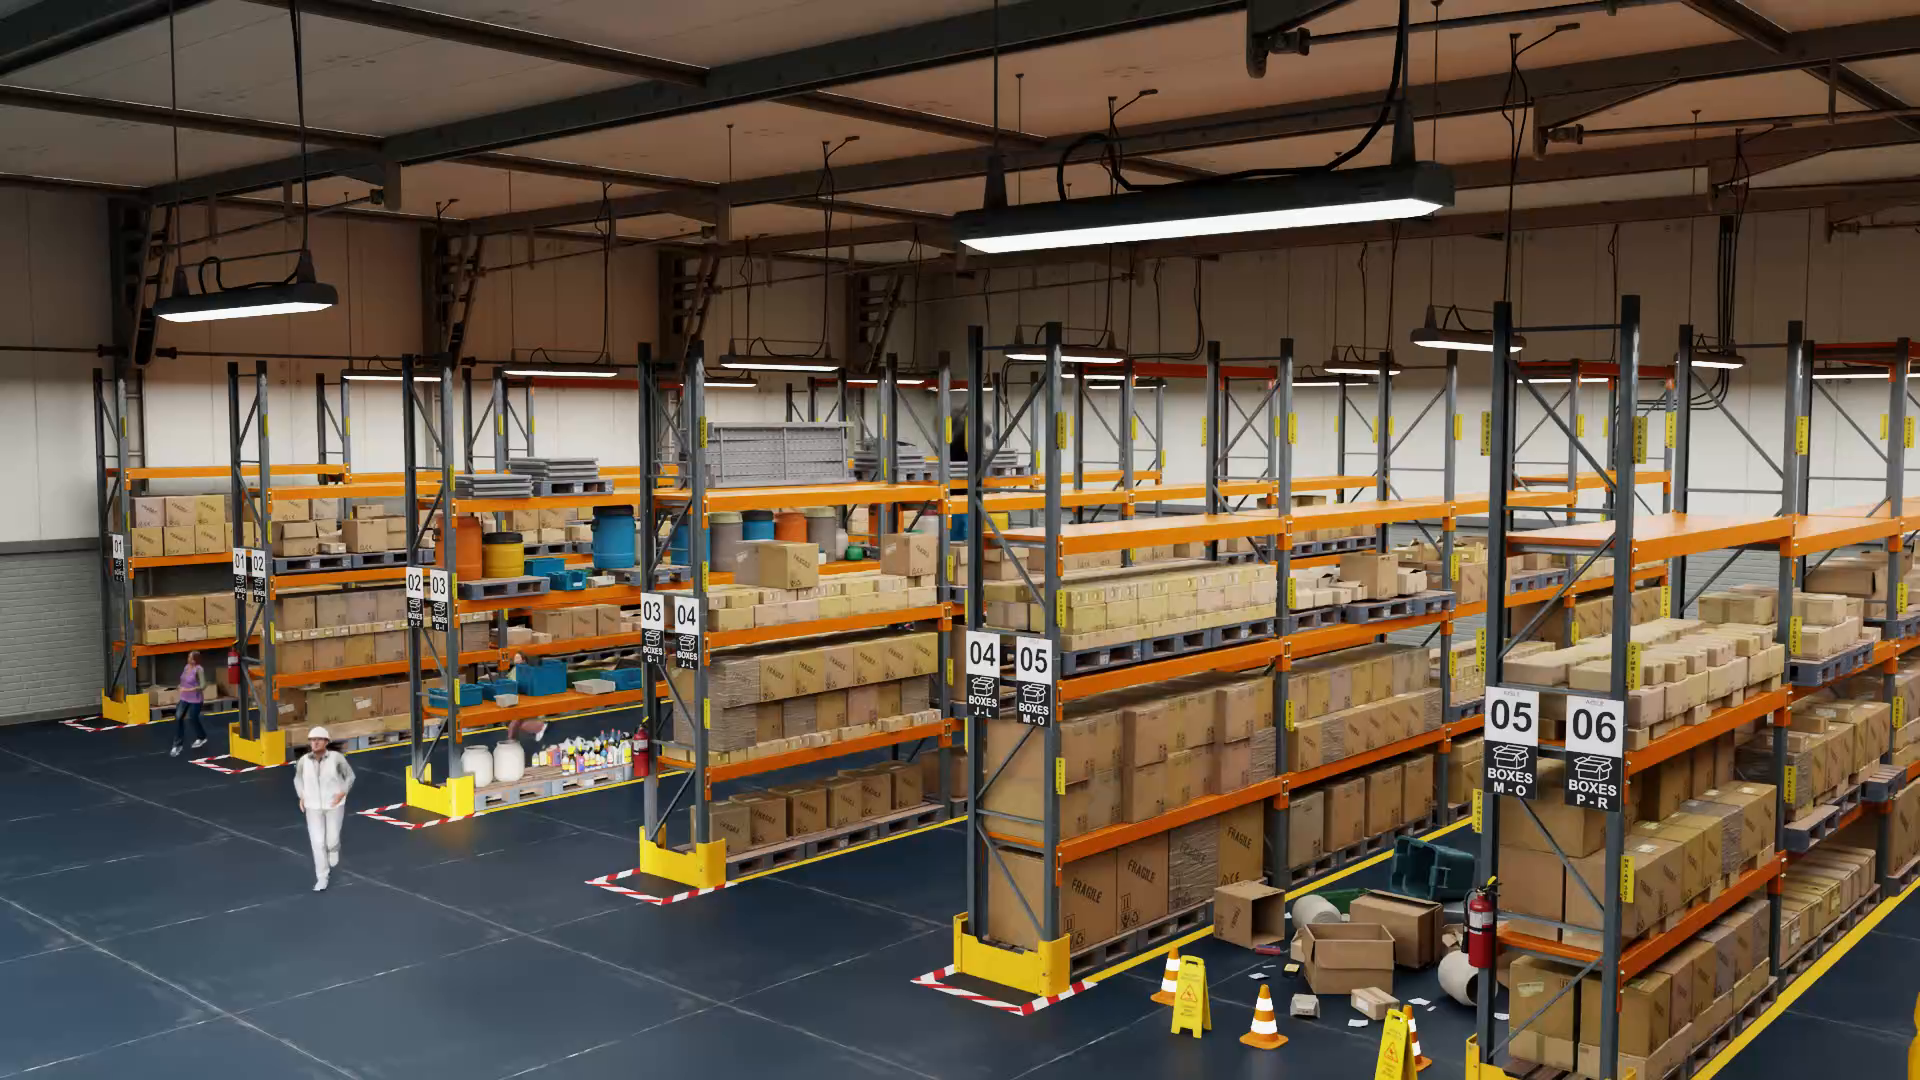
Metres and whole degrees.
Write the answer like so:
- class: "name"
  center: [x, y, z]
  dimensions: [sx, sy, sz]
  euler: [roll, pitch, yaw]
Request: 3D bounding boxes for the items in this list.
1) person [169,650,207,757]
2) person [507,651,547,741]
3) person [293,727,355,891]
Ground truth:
- class: "person"
  center: [-11.780, 2.496, 25.606]
  dimensions: [0.525, 1.617, 0.701]
  euler: [1, 4, 14]
- class: "person"
  center: [-6.649, 2.510, 25.252]
  dimensions: [0.557, 1.656, 1.032]
  euler: [3, 5, 33]
- class: "person"
  center: [-7.041, 2.931, 18.442]
  dimensions: [0.658, 1.767, 0.751]
  euler: [-1, 4, -11]
